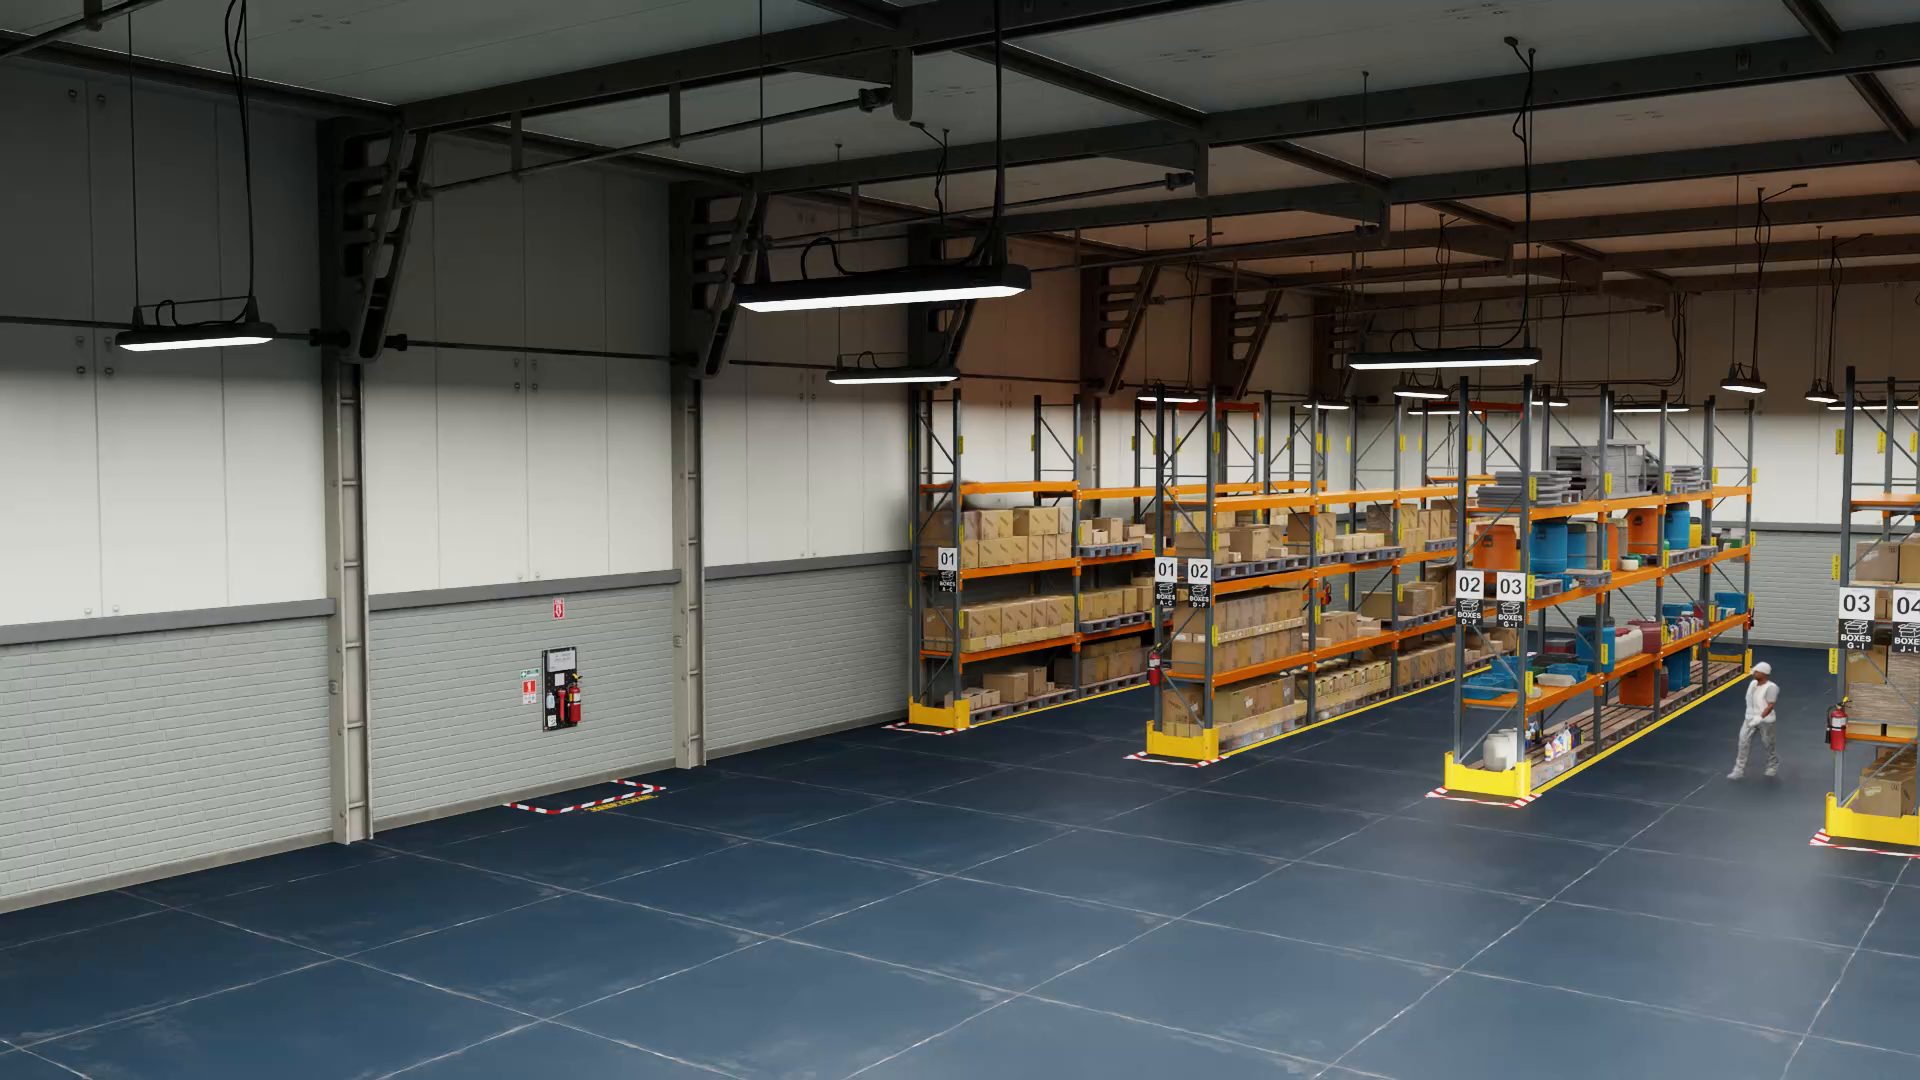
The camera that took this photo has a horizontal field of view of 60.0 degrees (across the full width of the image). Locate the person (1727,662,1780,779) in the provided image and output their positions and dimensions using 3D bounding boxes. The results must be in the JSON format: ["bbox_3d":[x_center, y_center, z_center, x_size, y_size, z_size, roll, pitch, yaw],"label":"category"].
[{"bbox_3d":[11.899,2.689,24.766,0.997,1.726,0.503,-2,4,-36],"label":"person"}]
